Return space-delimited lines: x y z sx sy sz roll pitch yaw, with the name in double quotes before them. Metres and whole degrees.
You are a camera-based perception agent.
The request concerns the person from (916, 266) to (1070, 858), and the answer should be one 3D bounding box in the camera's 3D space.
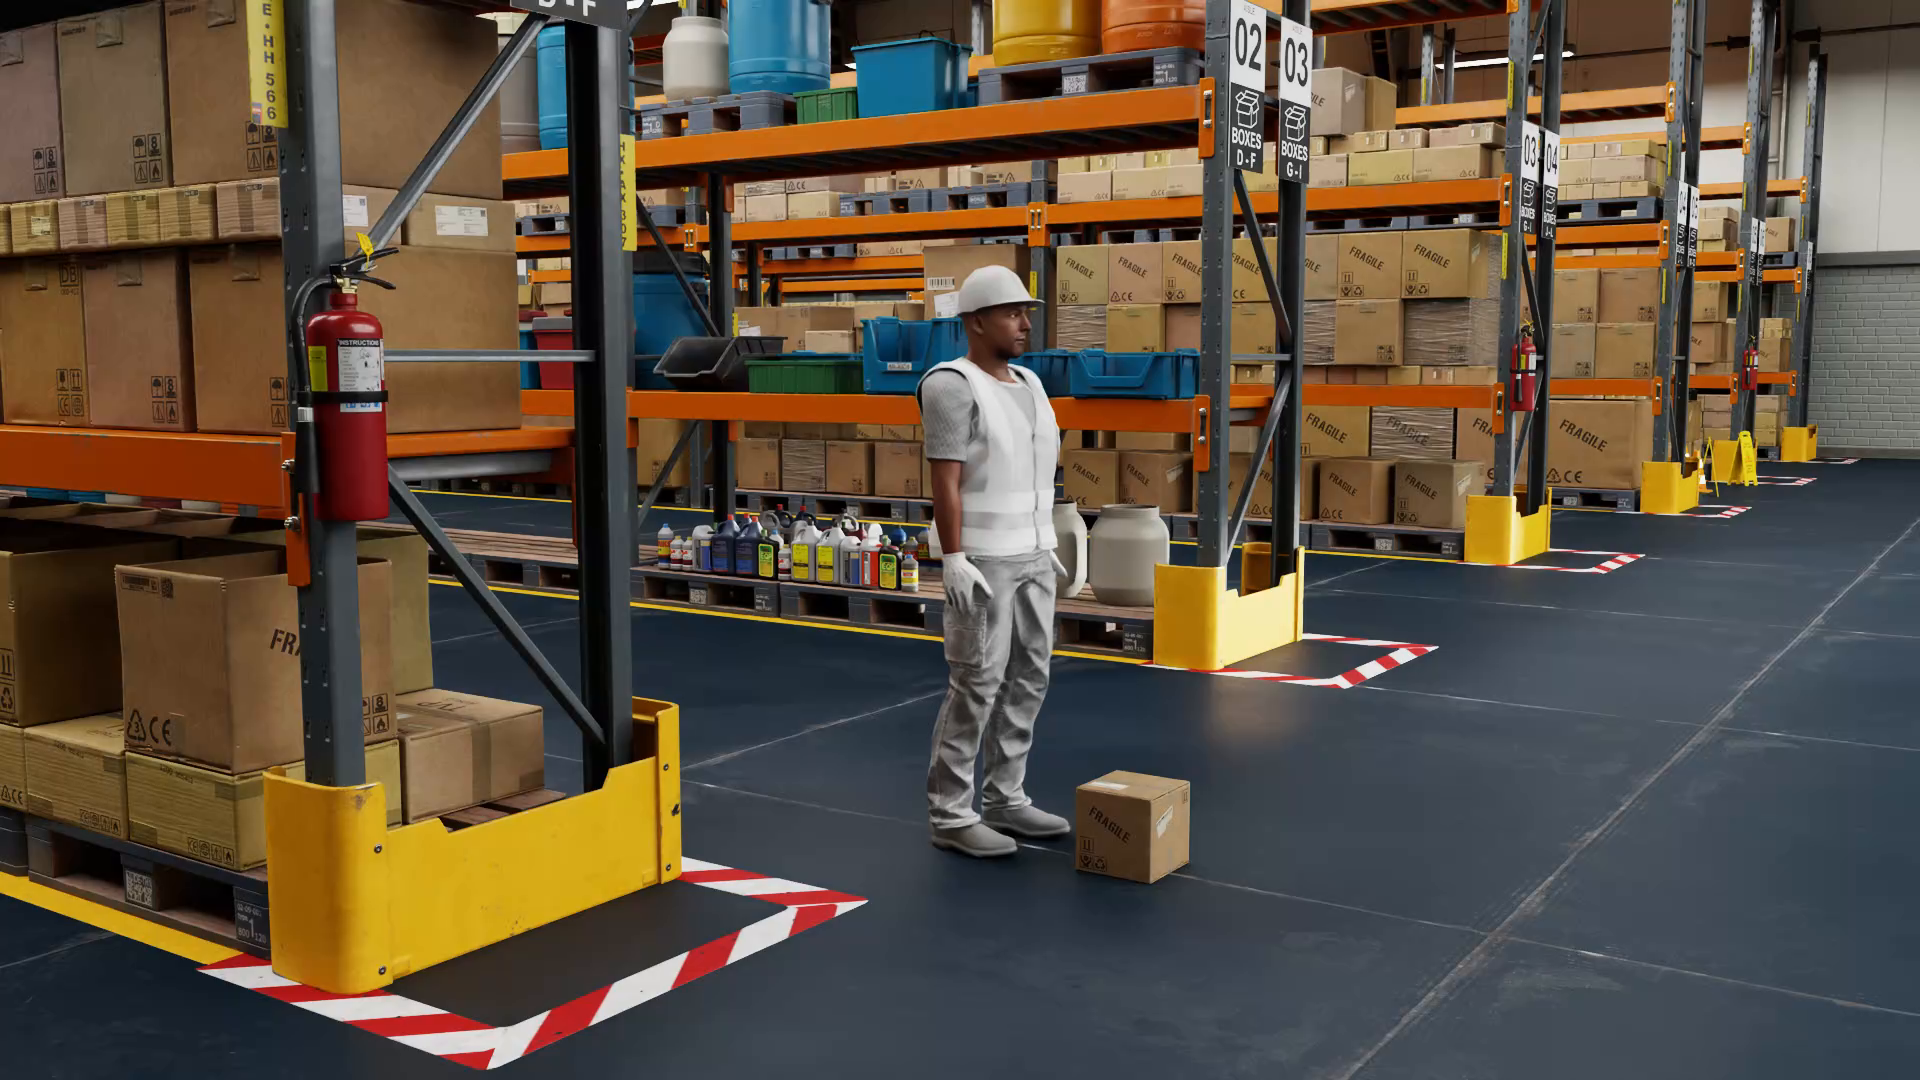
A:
"person" 0.117 0.055 5.125 0.366 1.781 0.546 4 8 35
